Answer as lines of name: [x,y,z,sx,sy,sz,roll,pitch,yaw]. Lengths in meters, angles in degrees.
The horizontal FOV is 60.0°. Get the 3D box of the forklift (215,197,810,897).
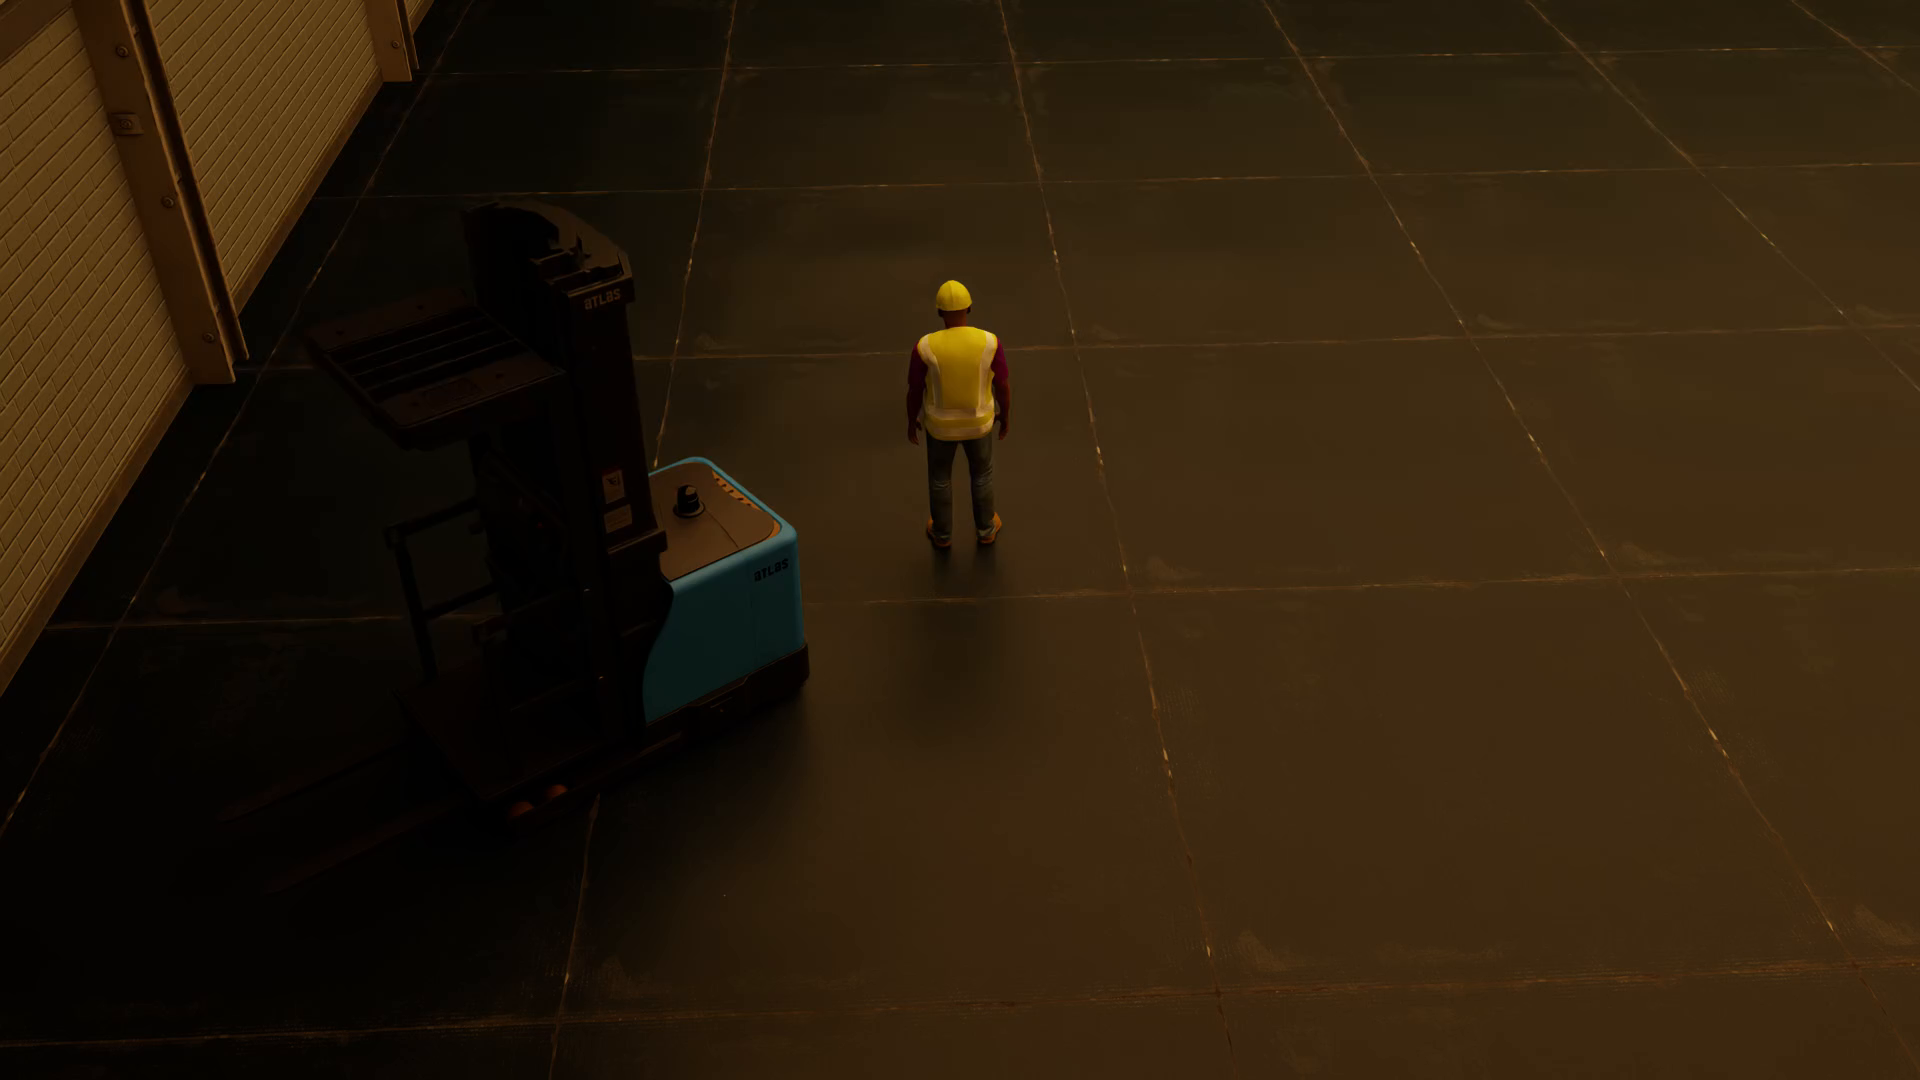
forklift: [-2.308,-0.042,8.068,3.031,2.935,1.130,-26,43,-31]

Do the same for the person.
person: [-0.010,-0.733,10.015,0.626,1.760,0.460,-3,36,-4]
